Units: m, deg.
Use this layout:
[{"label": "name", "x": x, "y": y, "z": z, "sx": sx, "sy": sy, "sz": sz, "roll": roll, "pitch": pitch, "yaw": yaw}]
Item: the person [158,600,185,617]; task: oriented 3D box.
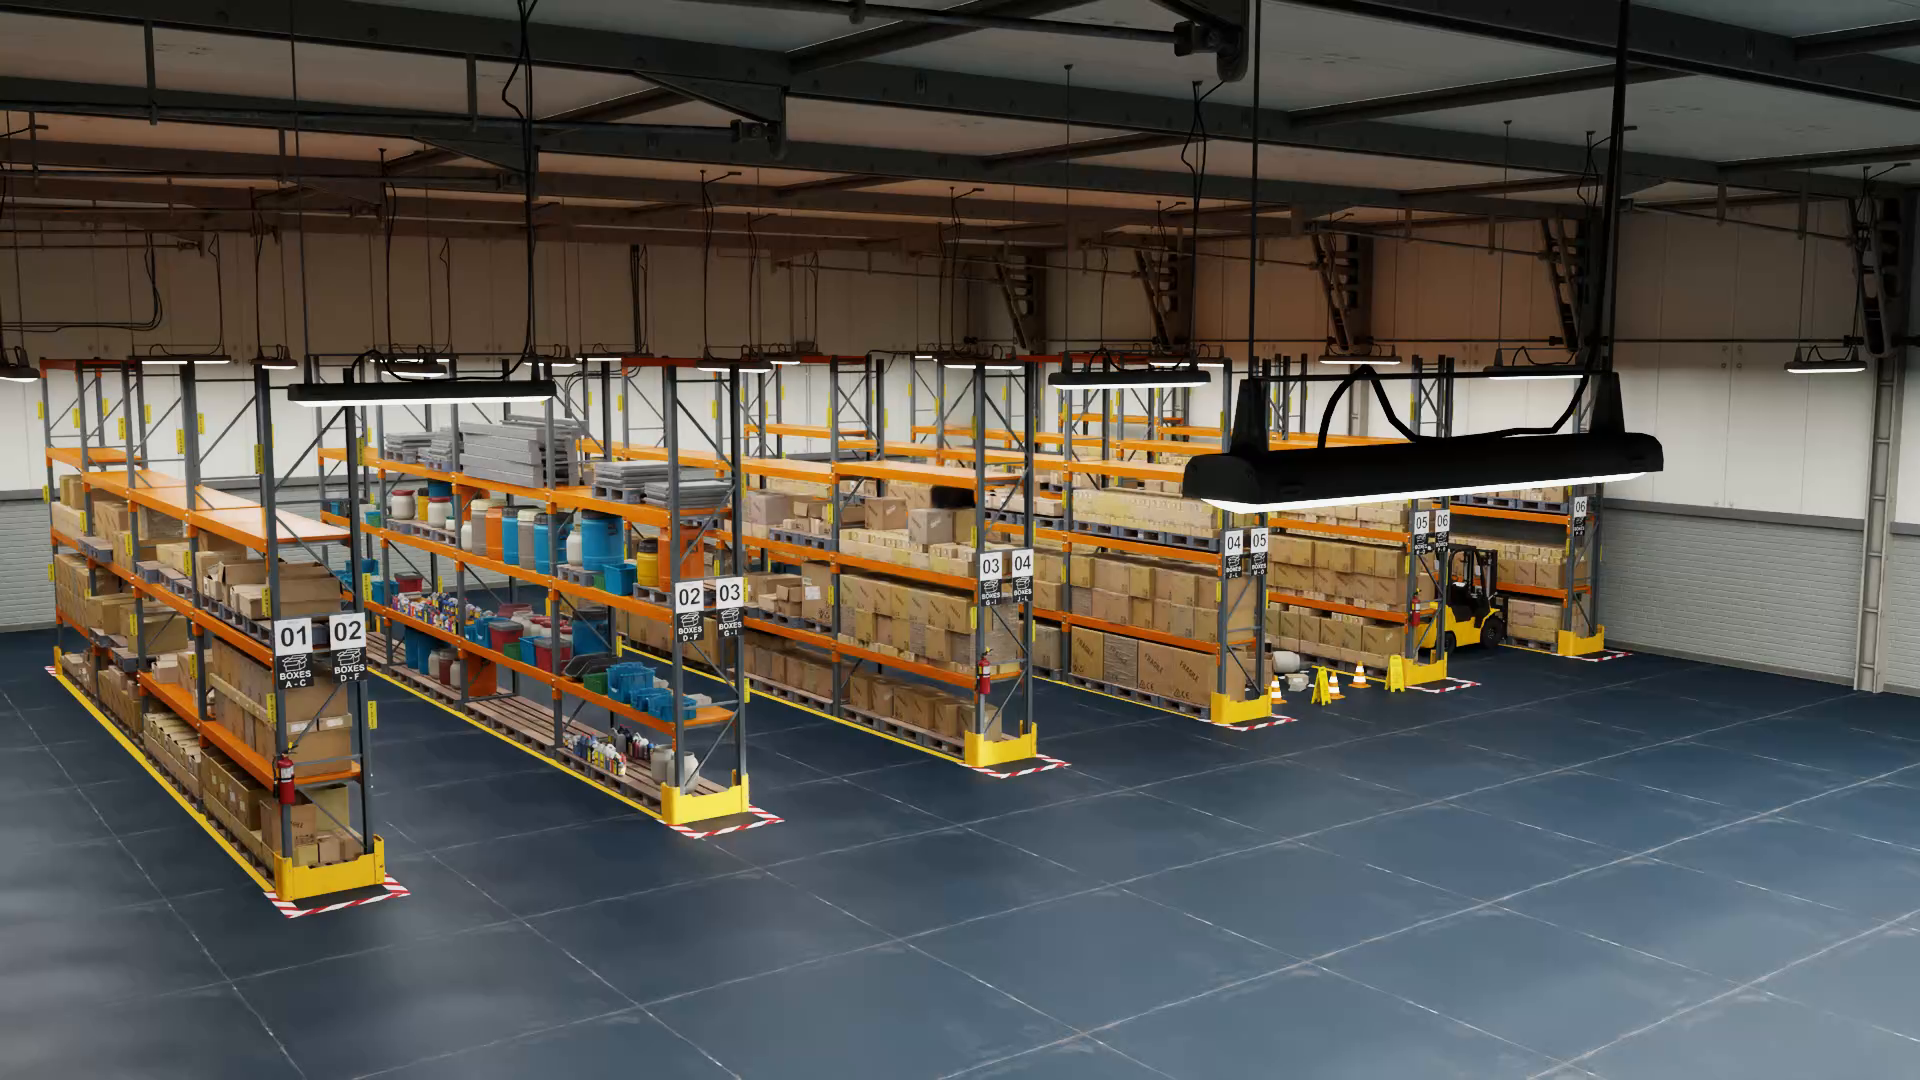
[{"label": "person", "x": -15.616, "y": 1.547, "z": 33.127, "sx": 0.597, "sy": 1.650, "sz": 0.561, "roll": 5, "pitch": 8, "yaw": 33}]

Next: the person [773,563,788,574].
[{"label": "person", "x": -4.456, "y": 0.546, "z": 41.797, "sx": 0.550, "sy": 1.546, "sz": 0.603, "roll": -1, "pitch": 7, "yaw": -5}]
